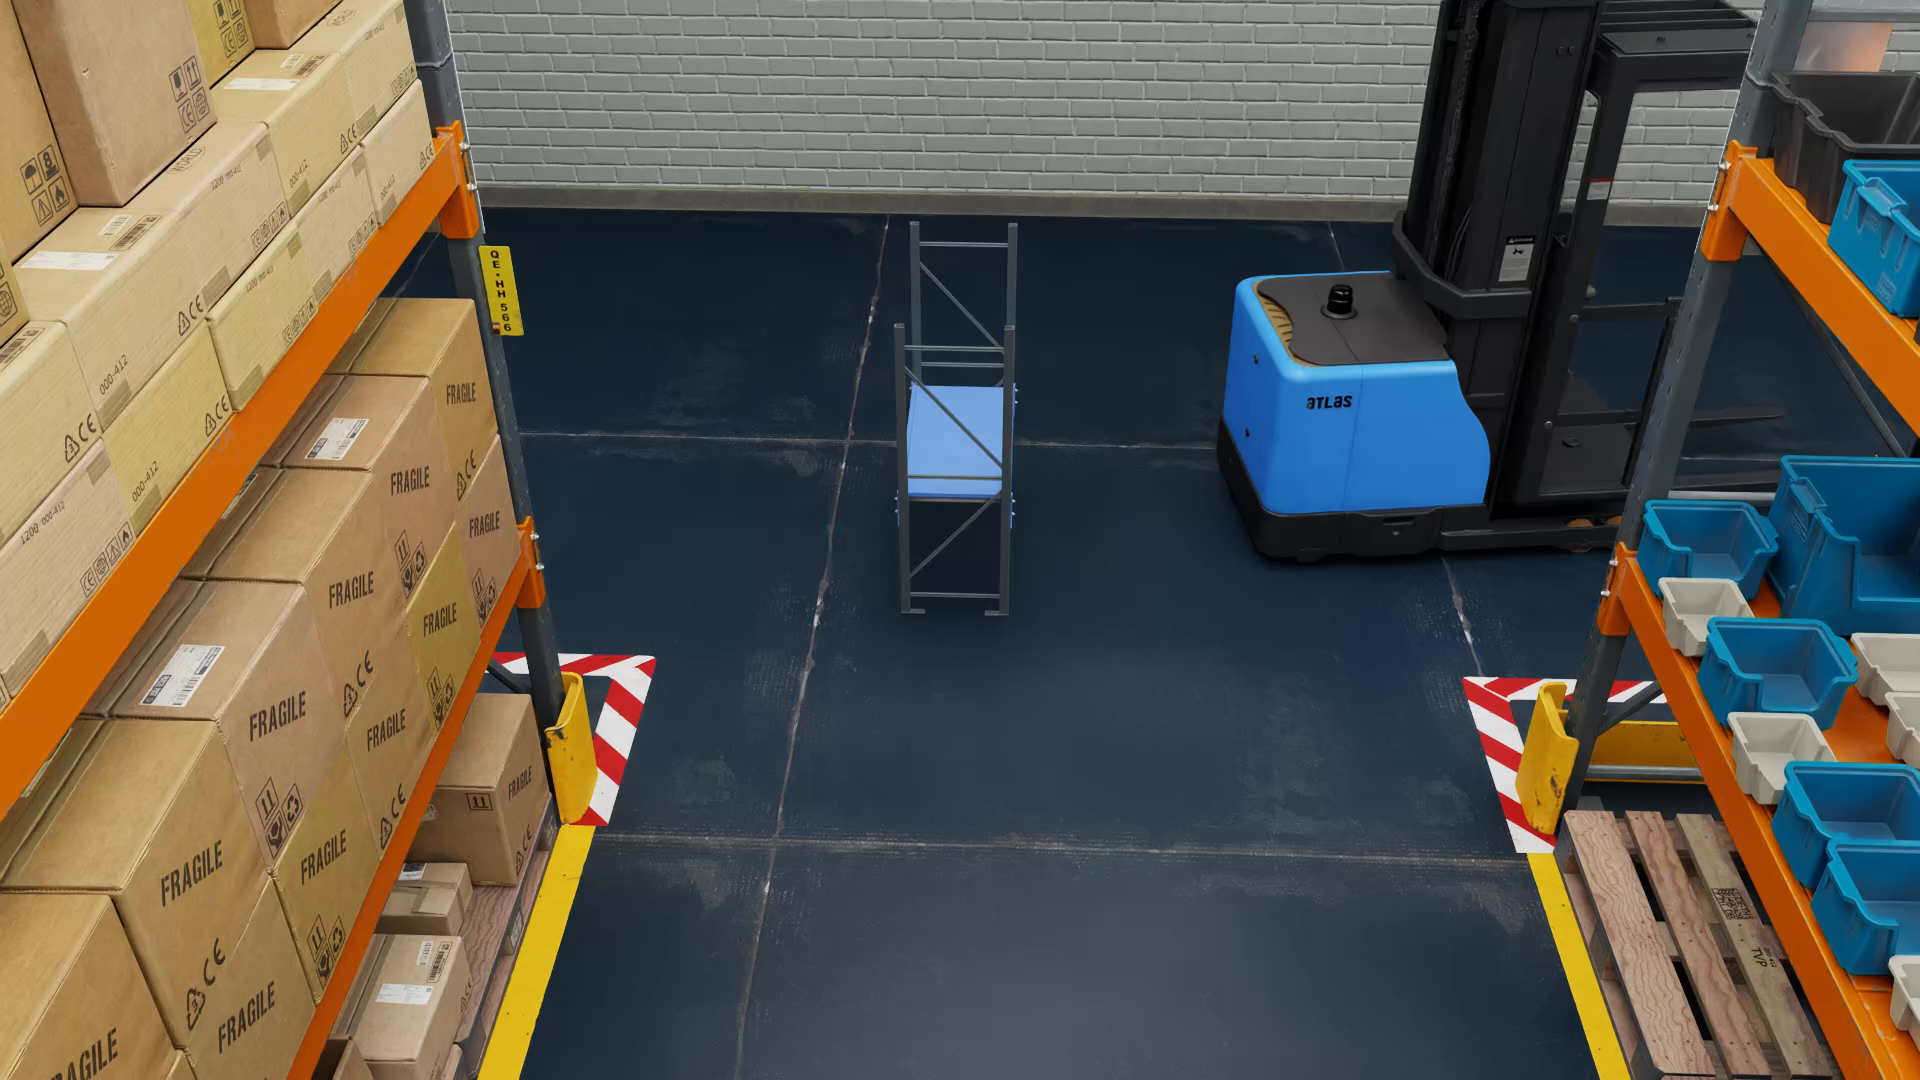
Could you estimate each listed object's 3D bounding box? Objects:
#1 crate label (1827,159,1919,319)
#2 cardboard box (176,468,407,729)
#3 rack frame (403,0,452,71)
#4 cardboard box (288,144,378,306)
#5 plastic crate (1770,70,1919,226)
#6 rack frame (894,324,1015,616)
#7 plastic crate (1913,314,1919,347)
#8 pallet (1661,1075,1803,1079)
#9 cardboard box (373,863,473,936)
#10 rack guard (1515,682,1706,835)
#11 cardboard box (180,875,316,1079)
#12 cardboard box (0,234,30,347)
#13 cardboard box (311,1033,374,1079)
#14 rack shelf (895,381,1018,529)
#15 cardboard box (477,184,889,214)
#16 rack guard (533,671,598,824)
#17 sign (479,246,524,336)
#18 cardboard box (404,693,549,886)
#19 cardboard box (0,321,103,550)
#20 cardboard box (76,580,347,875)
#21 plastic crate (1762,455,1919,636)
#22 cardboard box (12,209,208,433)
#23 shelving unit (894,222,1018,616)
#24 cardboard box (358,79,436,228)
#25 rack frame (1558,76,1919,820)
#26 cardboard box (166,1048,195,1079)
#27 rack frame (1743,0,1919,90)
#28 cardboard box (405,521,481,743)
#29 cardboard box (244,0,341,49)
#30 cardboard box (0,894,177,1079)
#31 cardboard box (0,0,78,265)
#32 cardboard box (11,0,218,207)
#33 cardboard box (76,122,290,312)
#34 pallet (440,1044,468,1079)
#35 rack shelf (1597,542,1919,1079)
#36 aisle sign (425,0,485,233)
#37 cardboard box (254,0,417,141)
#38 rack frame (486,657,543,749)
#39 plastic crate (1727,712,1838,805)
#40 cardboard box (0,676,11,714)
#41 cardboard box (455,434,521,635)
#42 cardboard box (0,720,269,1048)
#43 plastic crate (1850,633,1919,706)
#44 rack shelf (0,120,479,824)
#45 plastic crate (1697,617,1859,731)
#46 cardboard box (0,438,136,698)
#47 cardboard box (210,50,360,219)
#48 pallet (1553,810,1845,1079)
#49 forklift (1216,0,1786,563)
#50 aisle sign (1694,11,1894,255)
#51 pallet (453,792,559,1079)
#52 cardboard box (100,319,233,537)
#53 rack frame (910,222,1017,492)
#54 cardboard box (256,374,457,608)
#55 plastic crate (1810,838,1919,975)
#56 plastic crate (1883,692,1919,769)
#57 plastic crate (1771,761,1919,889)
[{"bbox_3d":[2.509,-0.776,4.266,0.408,0.251,0.502,1,35,2],"label":"crate label"},{"bbox_3d":[-1.859,0.152,4.469,0.500,0.500,0.500,2,35,3],"label":"cardboard box"},{"bbox_3d":[-2.080,-2.703,4.270,1.000,3.000,0.127,1,35,2],"label":"rack frame"},{"bbox_3d":[-1.869,-0.826,4.339,0.500,0.250,0.500,1,35,2],"label":"cardboard box"},{"bbox_3d":[2.575,-1.091,4.699,0.497,0.269,0.590,1,35,2],"label":"plastic crate"},{"bbox_3d":[-0.024,-0.273,7.333,0.500,1.500,0.032,1,35,2],"label":"rack frame"},{"bbox_3d":[2.533,-0.463,3.745,0.504,0.338,0.767,1,35,2],"label":"plastic crate"},{"bbox_3d":[2.745,2.181,4.963,1.003,0.211,1.213,1,35,2],"label":"pallet"},{"bbox_3d":[-1.962,1.279,5.903,0.380,0.166,0.250,1,35,2],"label":"cardboard box"},{"bbox_3d":[2.857,0.877,6.568,1.175,0.500,0.348,1,35,2],"label":"rack guard"},{"bbox_3d":[-1.909,1.140,3.932,0.500,0.500,0.500,1,35,2],"label":"cardboard box"},{"bbox_3d":[-2.084,-0.479,2.758,0.700,0.500,0.500,1,35,2],"label":"cardboard box"},{"bbox_3d":[-2.171,1.811,4.852,0.797,0.503,0.637,1,35,2],"label":"cardboard box"},{"bbox_3d":[-0.003,-0.417,7.852,0.538,0.185,1.000,1,35,2],"label":"rack shelf"},{"bbox_3d":[-3.488,-3.543,10.595,6.002,3.100,0.262,2,35,2],"label":"cardboard box"},{"bbox_3d":[-2.083,0.818,6.652,1.175,0.500,0.348,1,35,2],"label":"rack guard"},{"bbox_3d":[-1.527,-0.827,5.537,0.100,0.325,0.005,1,35,2],"label":"sign"},{"bbox_3d":[-1.856,0.912,6.135,0.500,0.500,0.500,1,35,2],"label":"cardboard box"},{"bbox_3d":[-1.923,-0.169,2.968,0.500,0.250,0.500,1,35,2],"label":"cardboard box"},{"bbox_3d":[-1.880,0.447,4.049,0.500,0.500,0.500,2,35,3],"label":"cardboard box"},{"bbox_3d":[3.042,0.026,5.522,0.616,0.435,0.499,1,35,2],"label":"plastic crate"},{"bbox_3d":[-1.903,-0.456,3.377,0.500,0.250,0.500,1,35,2],"label":"cardboard box"},{"bbox_3d":[-0.003,-0.565,7.749,0.538,1.500,1.048,1,35,2],"label":"shelving unit"},{"bbox_3d":[-1.838,-1.113,4.747,0.500,0.250,0.500,1,35,2],"label":"cardboard box"},{"bbox_3d":[2.869,-0.132,5.829,1.000,3.000,0.127,1,35,2],"label":"rack frame"},{"bbox_3d":[-2.147,0.693,4.568,1.079,0.500,3.026,2,35,3],"label":"cardboard box"},{"bbox_3d":[2.869,-2.587,4.104,1.000,3.000,0.127,1,35,2],"label":"rack frame"},{"bbox_3d":[-1.844,0.272,5.167,0.500,0.500,0.500,2,35,2],"label":"cardboard box"},{"bbox_3d":[-2.085,-1.630,4.396,0.700,0.500,0.500,1,35,2],"label":"cardboard box"},{"bbox_3d":[-1.921,1.039,3.207,0.500,0.500,0.500,0,35,0],"label":"cardboard box"},{"bbox_3d":[-2.216,-0.770,3.172,0.700,0.500,0.500,1,35,2],"label":"cardboard box"},{"bbox_3d":[-2.102,-1.055,3.578,0.700,0.500,0.500,1,35,2],"label":"cardboard box"},{"bbox_3d":[-1.890,-0.744,3.786,0.500,0.250,0.500,1,35,2],"label":"cardboard box"},{"bbox_3d":[-2.166,2.093,5.088,1.003,0.211,1.213,1,35,2],"label":"pallet"},{"bbox_3d":[2.789,1.311,4.401,1.077,0.370,4.000,1,35,2],"label":"rack shelf"},{"bbox_3d":[-1.772,-1.344,5.293,0.394,0.787,0.004,1,35,2],"label":"aisle sign"},{"bbox_3d":[-1.846,-1.318,4.604,0.500,0.250,0.500,1,35,2],"label":"cardboard box"},{"bbox_3d":[-2.084,-0.249,5.995,0.949,2.616,0.053,1,35,2],"label":"rack frame"},{"bbox_3d":[2.407,0.658,4.883,0.250,0.136,0.298,1,35,2],"label":"plastic crate"},{"bbox_3d":[-1.950,0.323,2.704,0.500,0.250,0.500,1,35,2],"label":"cardboard box"},{"bbox_3d":[-1.826,-0.026,5.591,0.500,0.500,0.500,2,35,3],"label":"cardboard box"},{"bbox_3d":[-1.900,0.744,3.627,0.500,0.500,0.500,0,35,0],"label":"cardboard box"},{"bbox_3d":[3.017,0.424,5.215,0.396,0.136,0.243,1,35,2],"label":"plastic crate"},{"bbox_3d":[-2.161,-0.032,3.704,1.077,0.370,4.000,1,35,2],"label":"rack shelf"},{"bbox_3d":[2.504,0.424,5.131,0.416,0.233,0.300,1,35,2],"label":"plastic crate"},{"bbox_3d":[-1.929,0.036,3.112,0.500,0.250,0.500,1,35,2],"label":"cardboard box"},{"bbox_3d":[-1.866,-1.031,4.195,0.500,0.250,0.500,1,35,2],"label":"cardboard box"},{"bbox_3d":[2.797,1.482,5.958,1.003,0.211,1.213,1,35,2],"label":"pallet"},{"bbox_3d":[2.901,-1.437,7.746,3.031,2.935,1.130,-3,35,-5],"label":"forklift"},{"bbox_3d":[2.575,-1.244,5.150,0.394,0.787,0.004,1,35,2],"label":"aisle sign"},{"bbox_3d":[-2.114,1.394,6.083,1.003,0.211,1.213,1,35,2],"label":"pallet"},{"bbox_3d":[-1.912,-0.252,3.521,0.500,0.250,0.500,1,35,2],"label":"cardboard box"},{"bbox_3d":[0.017,-0.857,8.165,0.500,1.500,0.032,1,35,2],"label":"rack frame"},{"bbox_3d":[-1.843,-0.146,4.893,0.500,0.500,0.500,2,35,3],"label":"cardboard box"},{"bbox_3d":[2.465,0.975,4.347,0.416,0.233,0.300,1,35,2],"label":"plastic crate"},{"bbox_3d":[2.991,0.590,4.979,0.396,0.136,0.243,1,35,2],"label":"plastic crate"},{"bbox_3d":[2.477,0.803,4.593,0.416,0.233,0.300,1,35,2],"label":"plastic crate"}]
